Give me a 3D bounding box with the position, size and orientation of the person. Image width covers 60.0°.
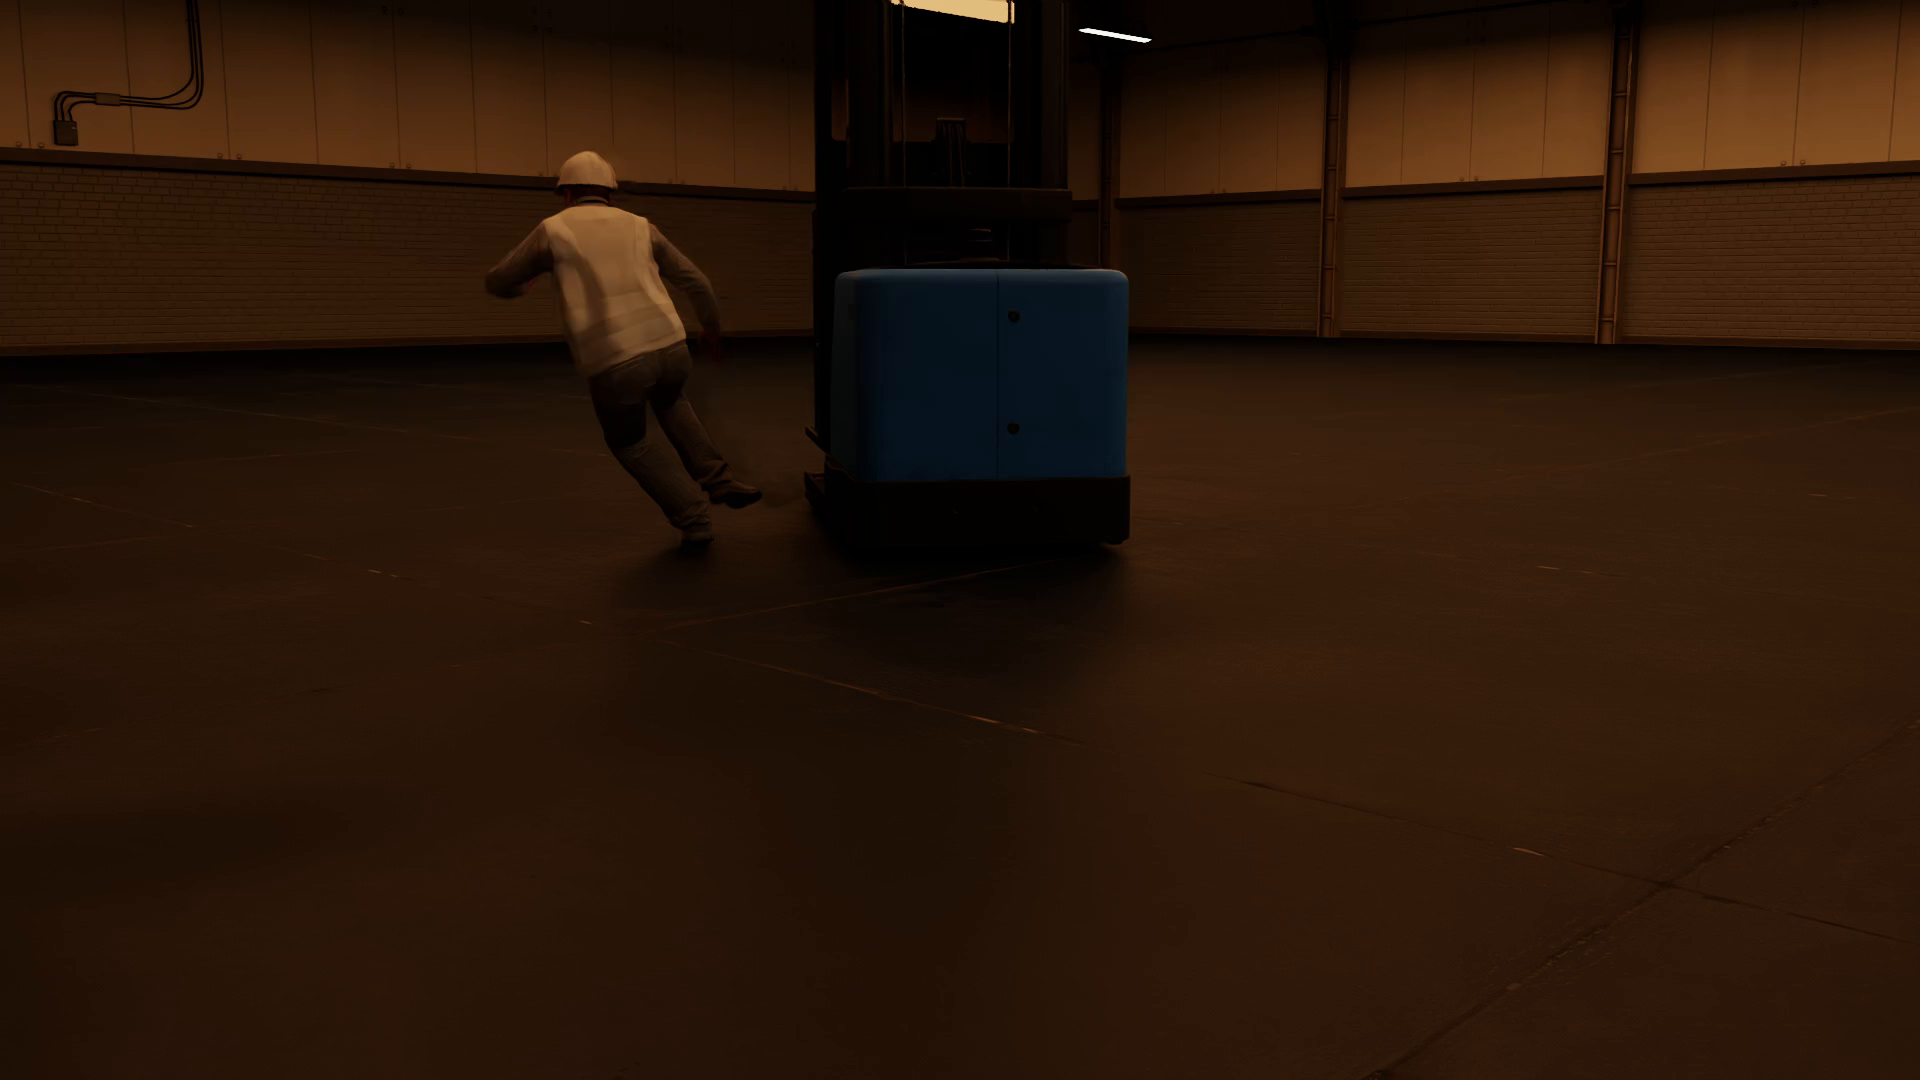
[{"bbox_3d":[-1.306,-0.756,6.595,1.052,1.530,0.907,-6,10,-35],"label":"person"}]

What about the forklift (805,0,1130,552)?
[{"bbox_3d":[-0.121,-1.583,7.385,1.130,2.935,3.031,-1,9,-10],"label":"forklift"}]
